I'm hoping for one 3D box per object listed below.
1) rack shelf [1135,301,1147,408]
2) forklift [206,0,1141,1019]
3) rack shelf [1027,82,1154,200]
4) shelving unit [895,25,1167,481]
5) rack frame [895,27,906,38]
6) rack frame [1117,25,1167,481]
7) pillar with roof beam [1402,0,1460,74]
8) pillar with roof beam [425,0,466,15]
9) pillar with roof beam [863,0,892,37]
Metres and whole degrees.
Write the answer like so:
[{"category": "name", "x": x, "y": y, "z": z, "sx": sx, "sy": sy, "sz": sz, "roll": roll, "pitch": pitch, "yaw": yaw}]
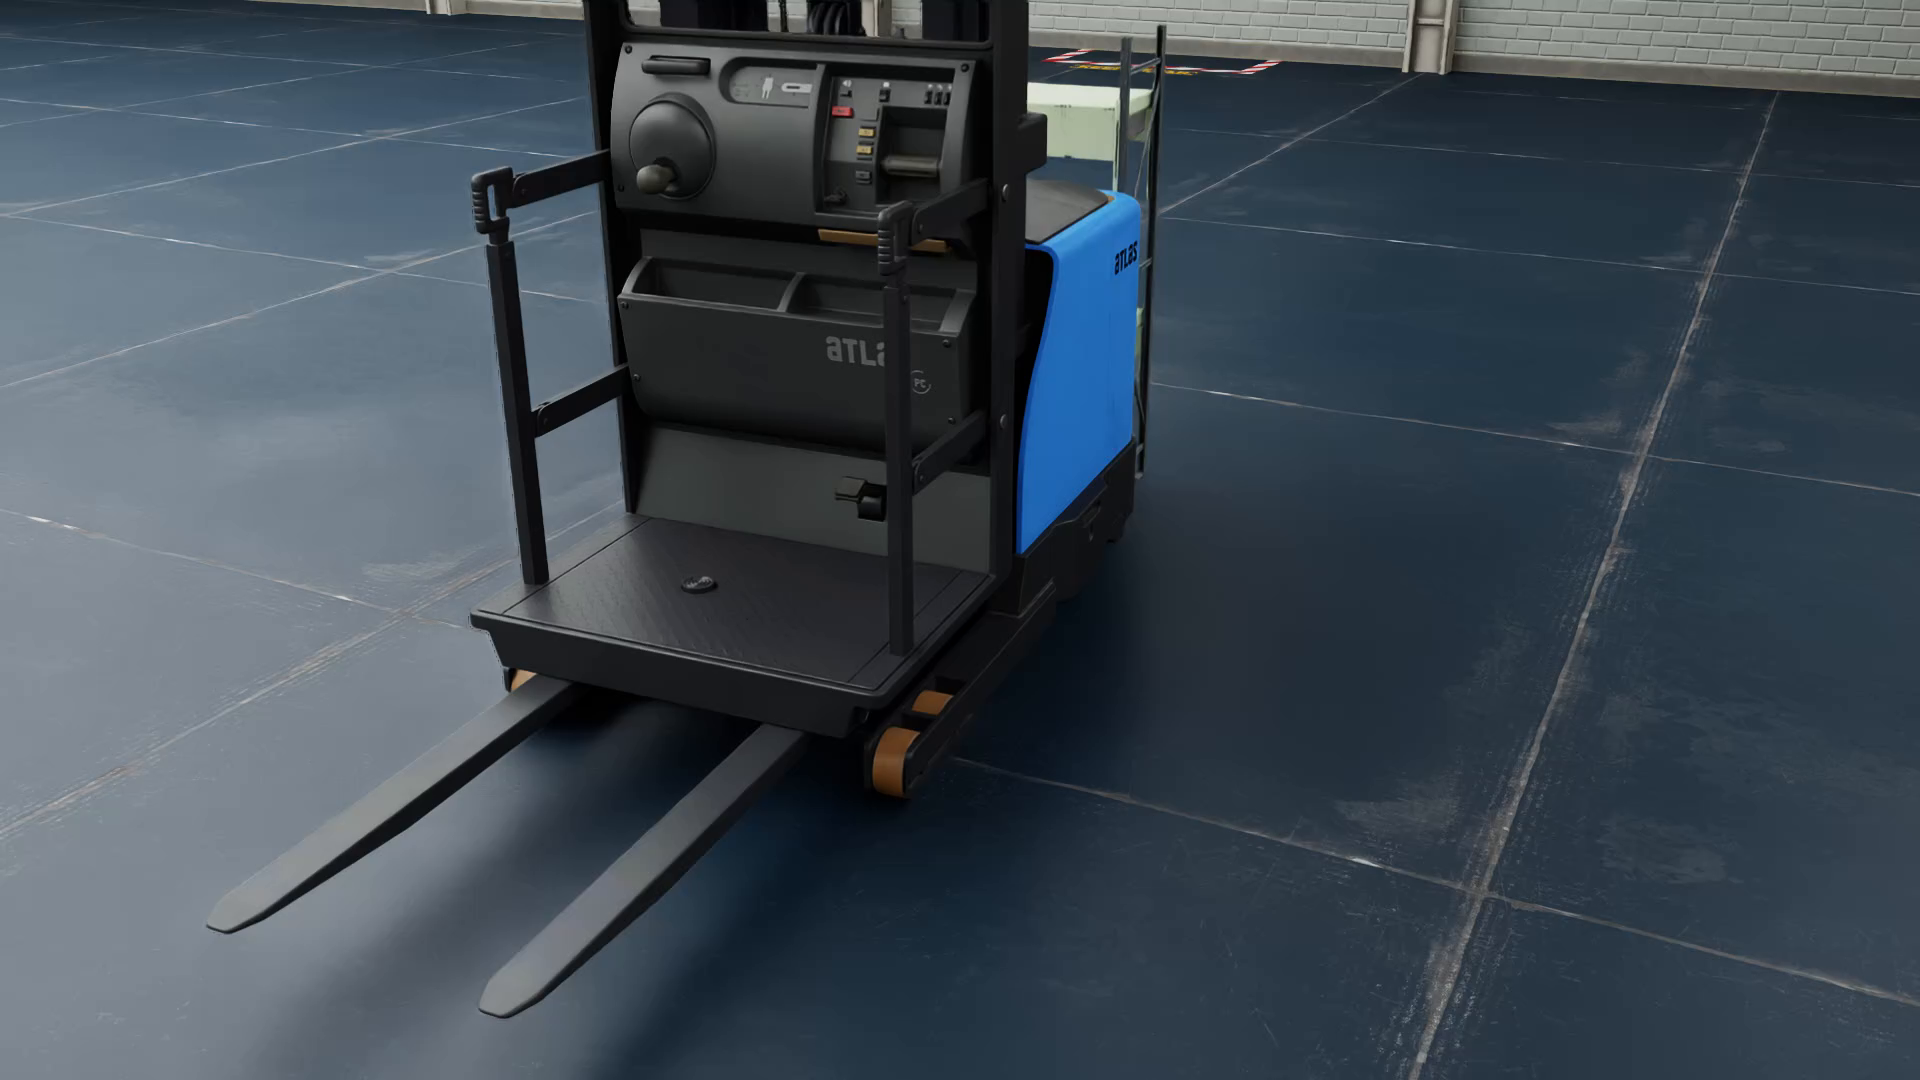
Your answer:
[{"category": "rack shelf", "x": 0.224, "y": -0.610, "z": 5.602, "sx": 0.720, "sy": 0.370, "sz": 0.431, "roll": 9, "pitch": 25, "yaw": 21}, {"category": "forklift", "x": -0.485, "y": -0.938, "z": 3.711, "sx": 1.130, "sy": 2.935, "sz": 3.031, "roll": 9, "pitch": 25, "yaw": 21}, {"category": "rack shelf", "x": 0.224, "y": -1.270, "z": 5.322, "sx": 0.720, "sy": 0.370, "sz": 0.431, "roll": 9, "pitch": 25, "yaw": 21}, {"category": "shelving unit", "x": 0.224, "y": -0.910, "z": 5.475, "sx": 0.755, "sy": 1.500, "sz": 0.431, "roll": 9, "pitch": 25, "yaw": 21}, {"category": "rack frame", "x": -0.114, "y": -0.966, "z": 5.605, "sx": 0.023, "sy": 1.500, "sz": 0.400, "roll": 9, "pitch": 25, "yaw": 21}, {"category": "rack frame", "x": 0.561, "y": -0.855, "z": 5.344, "sx": 0.023, "sy": 1.500, "sz": 0.400, "roll": 9, "pitch": 25, "yaw": 21}, {"category": "pillar with roof beam", "x": 2.431, "y": -7.029, "z": 10.280, "sx": 0.400, "sy": 9.000, "sz": 9.100, "roll": 11, "pitch": 25, "yaw": 25}, {"category": "pillar with roof beam", "x": -8.278, "y": -9.148, "z": 15.263, "sx": 0.400, "sy": 9.000, "sz": 9.100, "roll": 11, "pitch": 25, "yaw": 25}, {"category": "pillar with roof beam", "x": -2.923, "y": -8.089, "z": 12.772, "sx": 0.400, "sy": 9.000, "sz": 9.100, "roll": 11, "pitch": 25, "yaw": 25}]
